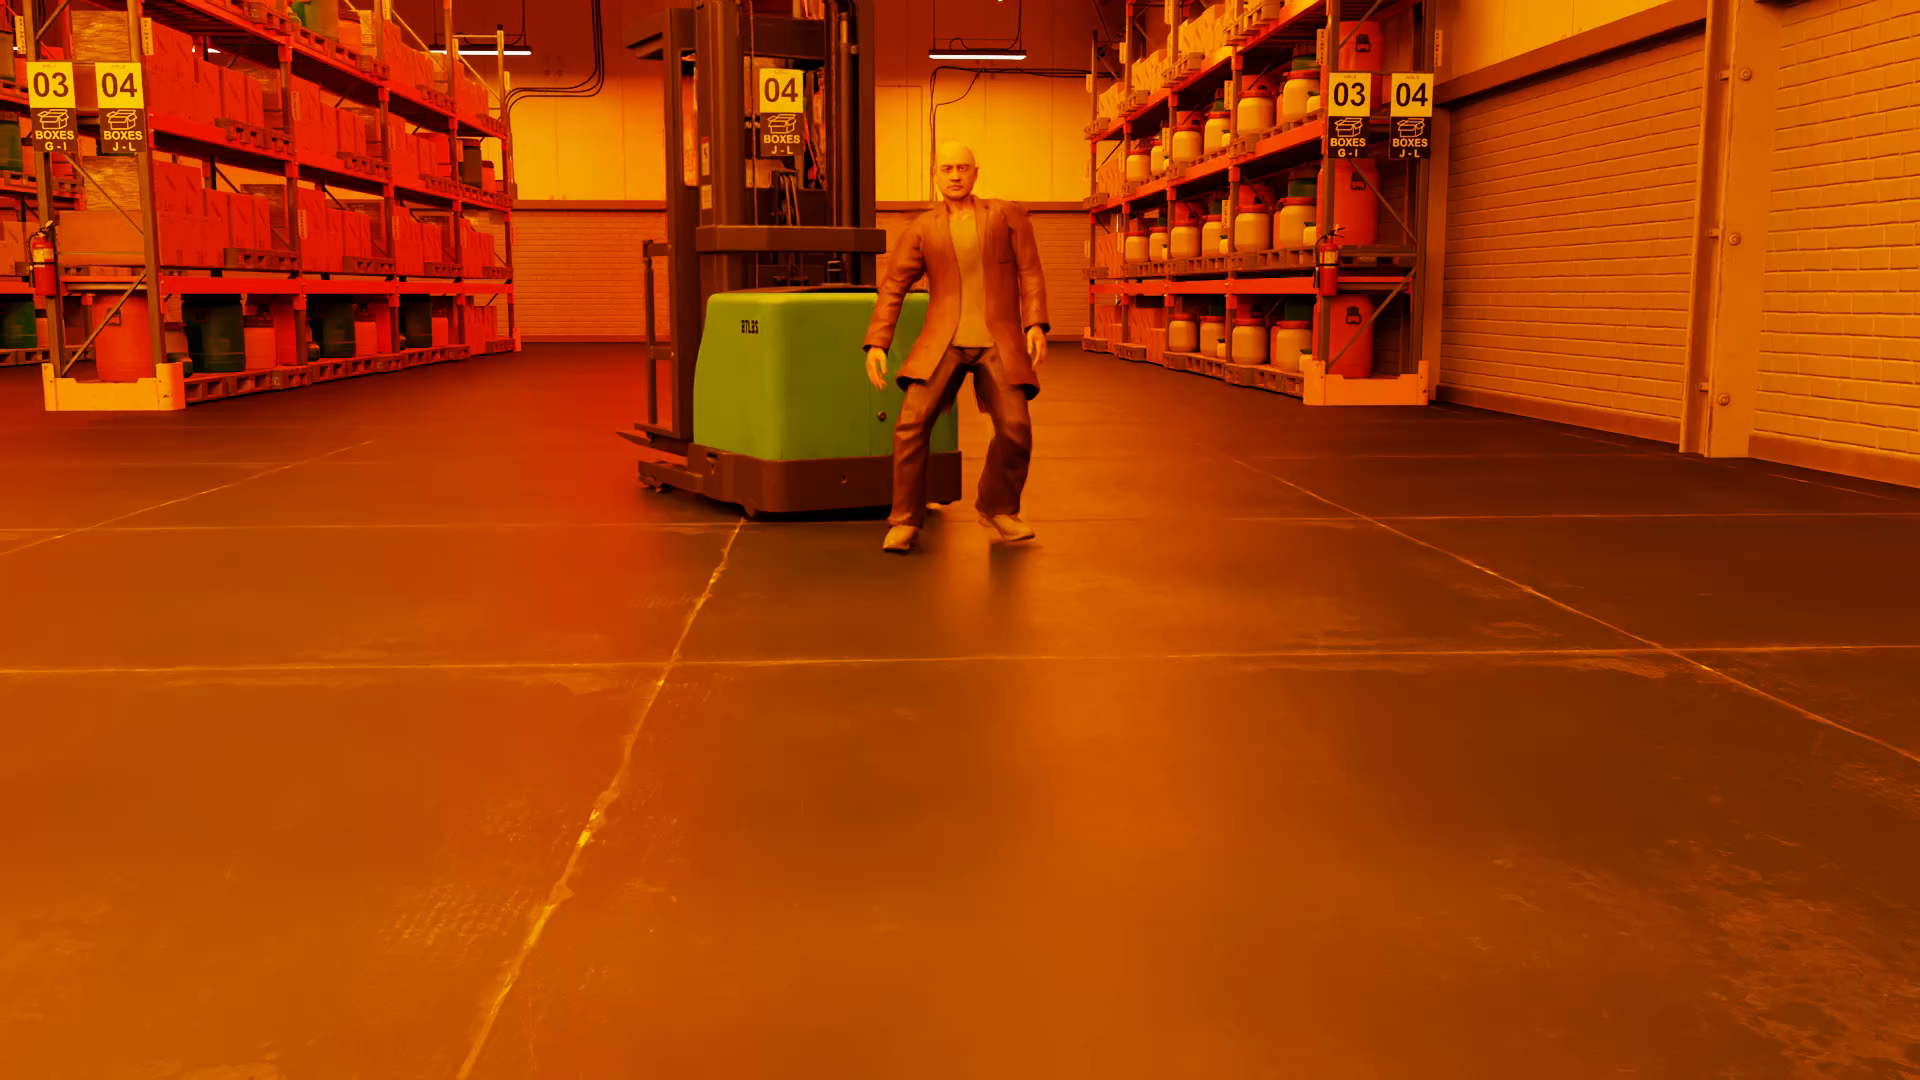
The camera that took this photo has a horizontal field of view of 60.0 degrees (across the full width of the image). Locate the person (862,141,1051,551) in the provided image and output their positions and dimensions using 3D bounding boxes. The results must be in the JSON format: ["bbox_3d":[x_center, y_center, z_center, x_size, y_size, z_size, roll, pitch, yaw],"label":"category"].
[{"bbox_3d":[-0.019,-0.817,6.995,0.799,1.708,0.583,0,8,3],"label":"person"}]

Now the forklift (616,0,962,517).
[{"bbox_3d":[-1.130,-1.733,8.999,1.130,2.935,3.031,-4,10,-28],"label":"forklift"}]
